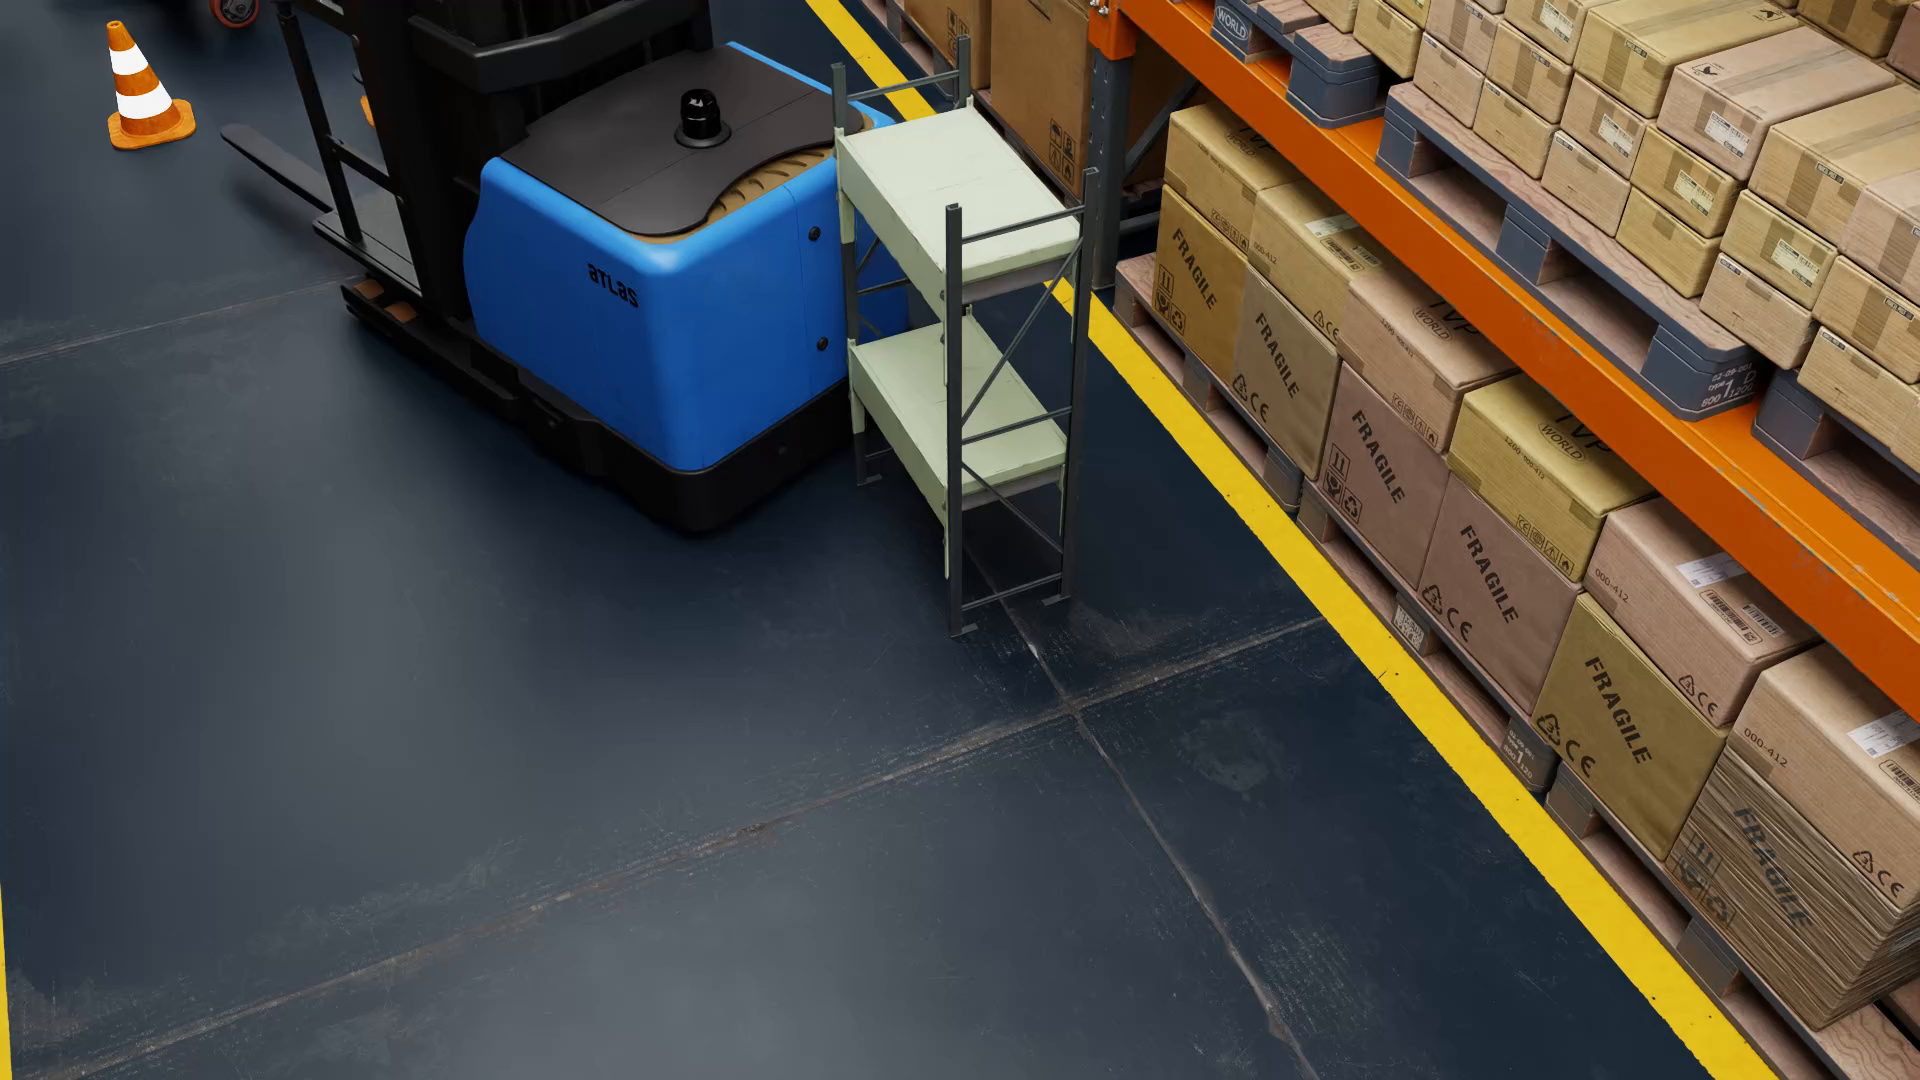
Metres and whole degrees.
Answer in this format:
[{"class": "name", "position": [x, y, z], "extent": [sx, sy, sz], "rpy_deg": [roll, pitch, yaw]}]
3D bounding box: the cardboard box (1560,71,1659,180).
[{"class": "cardboard box", "position": [1.609, -0.980, 3.775], "extent": [0.380, 0.149, 0.250], "rpy_deg": [-16, 47, -16]}]

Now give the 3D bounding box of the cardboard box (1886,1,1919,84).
[{"class": "cardboard box", "position": [2.317, -1.106, 3.691], "extent": [0.380, 0.149, 0.250], "rpy_deg": [-16, 47, -16]}]

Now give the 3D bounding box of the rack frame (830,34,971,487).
[{"class": "rack frame", "position": [-0.157, -0.771, 4.964], "extent": [0.400, 1.500, 0.023], "rpy_deg": [-18, 47, -17]}]

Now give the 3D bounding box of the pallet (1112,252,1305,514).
[{"class": "pallet", "position": [1.255, -0.681, 5.790], "extent": [1.003, 0.211, 1.213], "rpy_deg": [-18, 47, -17]}]

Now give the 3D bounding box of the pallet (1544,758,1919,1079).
[{"class": "pallet", "position": [2.281, 0.874, 4.214], "extent": [1.003, 0.211, 1.213], "rpy_deg": [-18, 47, -17]}]

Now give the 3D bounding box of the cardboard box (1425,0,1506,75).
[{"class": "cardboard box", "position": [1.390, -1.310, 4.110], "extent": [0.380, 0.149, 0.250], "rpy_deg": [-18, 47, -17]}]

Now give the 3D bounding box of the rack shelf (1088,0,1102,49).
[{"class": "rack shelf", "position": [0.087, -3.191, 6.860], "extent": [1.077, 0.370, 4.000], "rpy_deg": [-18, 47, -17]}]

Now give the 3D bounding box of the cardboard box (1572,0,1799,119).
[{"class": "cardboard box", "position": [1.602, -1.095, 3.681], "extent": [0.380, 0.149, 0.250], "rpy_deg": [-19, 48, -18]}]

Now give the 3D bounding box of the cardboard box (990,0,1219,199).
[{"class": "cardboard box", "position": [0.753, -1.936, 6.379], "extent": [1.050, 0.750, 0.750], "rpy_deg": [-19, 48, -18]}]

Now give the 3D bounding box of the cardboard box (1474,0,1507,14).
[{"class": "cardboard box", "position": [1.387, -1.424, 4.013], "extent": [0.380, 0.149, 0.250], "rpy_deg": [-16, 47, -16]}]

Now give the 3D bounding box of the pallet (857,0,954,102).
[{"class": "pallet", "position": [0.155, -2.481, 7.614], "extent": [1.003, 0.211, 1.213], "rpy_deg": [-18, 47, -17]}]

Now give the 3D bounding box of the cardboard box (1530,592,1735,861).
[{"class": "cardboard box", "position": [1.854, 0.393, 4.197], "extent": [0.500, 0.500, 0.500], "rpy_deg": [-19, 48, -18]}]

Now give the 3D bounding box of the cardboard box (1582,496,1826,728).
[{"class": "cardboard box", "position": [1.863, 0.119, 3.941], "extent": [0.500, 0.250, 0.500], "rpy_deg": [-16, 47, -16]}]

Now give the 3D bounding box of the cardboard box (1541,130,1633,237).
[{"class": "cardboard box", "position": [1.600, -0.877, 3.883], "extent": [0.380, 0.149, 0.250], "rpy_deg": [-19, 48, -19]}]

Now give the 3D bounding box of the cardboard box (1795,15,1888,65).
[{"class": "cardboard box", "position": [2.202, -1.172, 3.970], "extent": [0.380, 0.149, 0.250], "rpy_deg": [-19, 48, -18]}]

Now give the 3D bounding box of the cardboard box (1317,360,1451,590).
[{"class": "cardboard box", "position": [1.428, -0.261, 4.859], "extent": [0.500, 0.500, 0.500], "rpy_deg": [-19, 48, -18]}]

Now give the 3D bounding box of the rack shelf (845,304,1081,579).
[{"class": "rack shelf", "position": [-0.003, -0.306, 4.957], "extent": [0.431, 0.370, 0.720], "rpy_deg": [-18, 47, -17]}]

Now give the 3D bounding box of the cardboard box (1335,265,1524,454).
[{"class": "cardboard box", "position": [1.408, -0.546, 4.614], "extent": [0.500, 0.250, 0.500], "rpy_deg": [-18, 47, -17]}]

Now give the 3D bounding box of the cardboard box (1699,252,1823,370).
[{"class": "cardboard box", "position": [1.823, -0.538, 3.540], "extent": [0.380, 0.149, 0.250], "rpy_deg": [-20, 48, -19]}]

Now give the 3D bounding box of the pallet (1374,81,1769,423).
[{"class": "pallet", "position": [1.797, -0.855, 4.117], "extent": [1.003, 0.211, 1.213], "rpy_deg": [-18, 47, -17]}]

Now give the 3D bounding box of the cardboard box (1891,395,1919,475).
[{"class": "cardboard box", "position": [2.050, -0.203, 3.200], "extent": [0.380, 0.149, 0.250], "rpy_deg": [-18, 47, -18]}]

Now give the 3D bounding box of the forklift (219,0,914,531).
[{"class": "forklift", "position": [-1.585, -1.973, 5.163], "extent": [3.031, 2.935, 1.130], "rpy_deg": [32, 53, 28]}]

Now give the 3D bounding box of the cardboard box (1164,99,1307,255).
[{"class": "cardboard box", "position": [0.998, -1.188, 5.265], "extent": [0.500, 0.250, 0.500], "rpy_deg": [-20, 48, -19]}]

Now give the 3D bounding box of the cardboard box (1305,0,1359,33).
[{"class": "cardboard box", "position": [1.159, -1.545, 4.560], "extent": [0.380, 0.149, 0.250], "rpy_deg": [-16, 47, -15]}]

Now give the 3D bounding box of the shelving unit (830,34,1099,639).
[{"class": "shelving unit", "position": [-0.003, -0.538, 4.728], "extent": [0.431, 1.500, 0.755], "rpy_deg": [-18, 47, -17]}]

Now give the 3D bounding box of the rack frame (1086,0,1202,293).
[{"class": "rack frame", "position": [0.928, -2.172, 5.316], "extent": [1.000, 3.000, 0.127], "rpy_deg": [-18, 47, -17]}]

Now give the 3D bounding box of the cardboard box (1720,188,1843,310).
[{"class": "cardboard box", "position": [1.822, -0.650, 3.441], "extent": [0.380, 0.149, 0.250], "rpy_deg": [-20, 48, -19]}]

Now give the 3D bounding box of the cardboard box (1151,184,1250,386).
[{"class": "cardboard box", "position": [0.994, -0.906, 5.513], "extent": [0.500, 0.500, 0.500], "rpy_deg": [-20, 48, -19]}]

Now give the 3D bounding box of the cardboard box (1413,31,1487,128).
[{"class": "cardboard box", "position": [1.388, -1.204, 4.215], "extent": [0.380, 0.149, 0.250], "rpy_deg": [-17, 47, -16]}]

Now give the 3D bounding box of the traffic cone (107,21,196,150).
[{"class": "traffic cone", "position": [-3.411, -1.915, 6.862], "extent": [0.336, 0.463, 0.334], "rpy_deg": [-18, 47, -17]}]

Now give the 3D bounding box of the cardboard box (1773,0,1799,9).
[{"class": "cardboard box", "position": [2.091, -1.443, 4.033], "extent": [0.380, 0.149, 0.250], "rpy_deg": [-16, 47, -15]}]

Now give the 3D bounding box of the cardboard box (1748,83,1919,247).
[{"class": "cardboard box", "position": [1.832, -0.754, 3.335], "extent": [0.380, 0.149, 0.250], "rpy_deg": [-19, 48, -19]}]
